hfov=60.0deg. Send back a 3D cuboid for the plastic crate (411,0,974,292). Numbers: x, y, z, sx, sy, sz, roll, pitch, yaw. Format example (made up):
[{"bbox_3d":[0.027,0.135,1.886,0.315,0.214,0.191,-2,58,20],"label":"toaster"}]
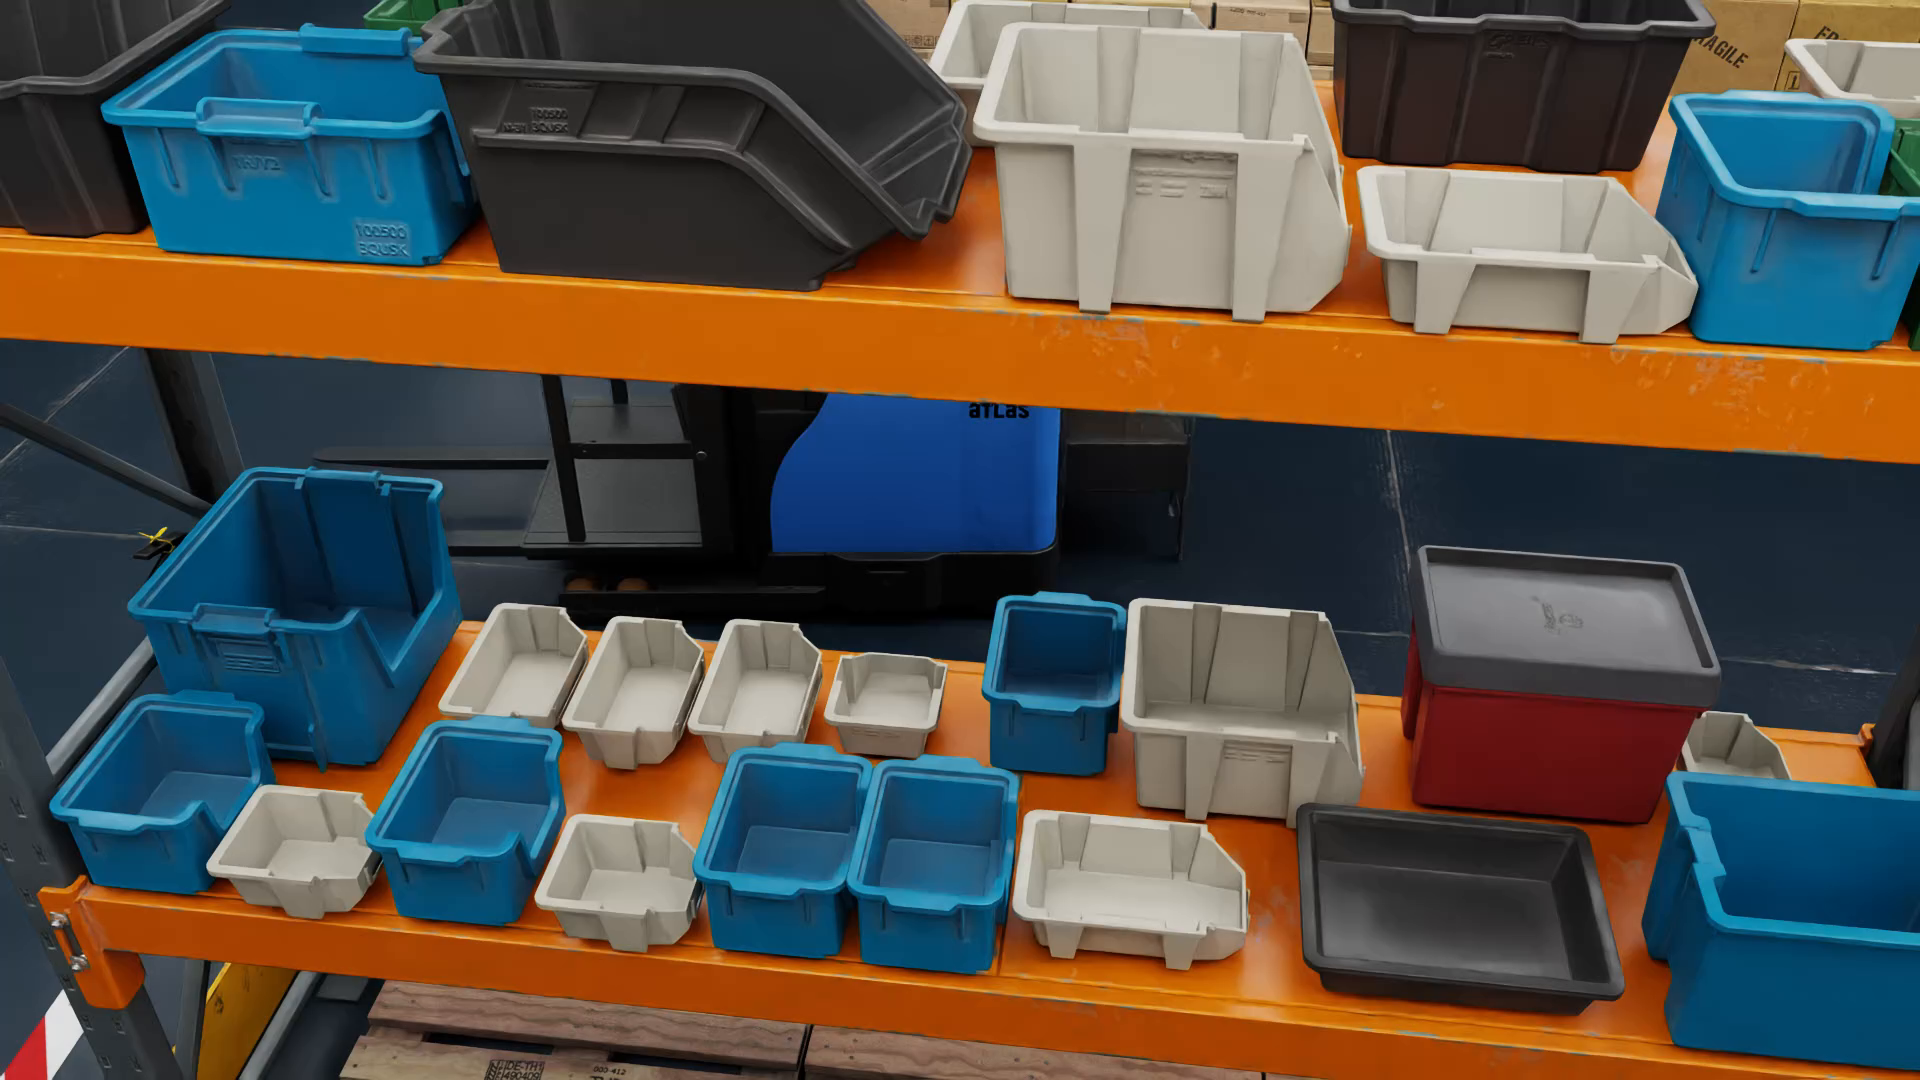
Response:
[{"bbox_3d":[-0.374,-0.635,2.529,0.767,0.338,0.504,4,36,6],"label":"plastic crate"}]

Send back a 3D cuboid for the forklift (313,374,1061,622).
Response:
[{"bbox_3d":[-1.147,-1.191,5.895,3.031,2.935,1.130,0,36,0],"label":"forklift"}]

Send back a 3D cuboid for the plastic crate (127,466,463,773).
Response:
[{"bbox_3d":[-1.499,0.168,3.851,0.499,0.435,0.616,4,36,6],"label":"plastic crate"}]

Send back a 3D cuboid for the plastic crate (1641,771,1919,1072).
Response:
[{"bbox_3d":[1.606,0.730,3.108,0.575,0.384,0.392,4,36,6],"label":"plastic crate"}]

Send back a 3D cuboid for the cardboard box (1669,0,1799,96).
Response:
[{"bbox_3d":[3.168,-2.131,7.068,0.500,0.500,0.500,4,36,6],"label":"cardboard box"}]

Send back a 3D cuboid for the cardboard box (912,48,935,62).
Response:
[{"bbox_3d":[-0.146,-2.190,7.453,0.250,0.149,0.380,4,36,5],"label":"cardboard box"}]

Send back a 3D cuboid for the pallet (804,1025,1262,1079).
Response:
[{"bbox_3d":[0.165,1.600,4.327,1.213,0.211,1.003,4,36,6],"label":"pallet"}]

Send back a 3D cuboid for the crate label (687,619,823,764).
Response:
[{"bbox_3d":[-0.458,0.365,3.832,0.243,0.136,0.396,4,36,6],"label":"crate label"}]

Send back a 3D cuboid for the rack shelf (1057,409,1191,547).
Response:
[{"bbox_3d":[0.633,-0.302,6.595,0.480,0.518,0.431,0,36,0],"label":"rack shelf"}]

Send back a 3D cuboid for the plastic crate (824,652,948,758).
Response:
[{"bbox_3d":[-0.162,0.376,3.816,0.250,0.136,0.298,4,36,6],"label":"plastic crate"}]

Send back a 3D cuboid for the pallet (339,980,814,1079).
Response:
[{"bbox_3d":[-1.041,1.508,4.455,1.213,0.211,1.003,4,36,6],"label":"pallet"}]

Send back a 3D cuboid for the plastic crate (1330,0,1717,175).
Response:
[{"bbox_3d":[0.916,-0.832,2.864,0.590,0.269,0.497,4,36,6],"label":"plastic crate"}]

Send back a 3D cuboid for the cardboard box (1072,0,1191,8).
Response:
[{"bbox_3d":[0.751,-2.324,7.297,0.500,0.250,0.500,4,36,5],"label":"cardboard box"}]

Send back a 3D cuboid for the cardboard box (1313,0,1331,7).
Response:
[{"bbox_3d":[1.757,-2.553,6.973,0.500,0.500,0.500,5,36,6],"label":"cardboard box"}]

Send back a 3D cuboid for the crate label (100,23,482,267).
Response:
[{"bbox_3d":[-0.980,-0.616,2.577,0.502,0.251,0.408,4,36,6],"label":"crate label"}]

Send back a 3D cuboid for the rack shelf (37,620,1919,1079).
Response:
[{"bbox_3d":[0.129,0.730,3.764,4.000,0.370,1.077,4,36,6],"label":"rack shelf"}]

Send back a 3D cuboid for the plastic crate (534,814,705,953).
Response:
[{"bbox_3d":[-0.671,0.702,3.360,0.298,0.136,0.250,4,36,6],"label":"plastic crate"}]

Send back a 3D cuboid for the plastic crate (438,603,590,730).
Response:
[{"bbox_3d":[-1.023,0.328,3.883,0.243,0.136,0.396,4,36,6],"label":"plastic crate"}]

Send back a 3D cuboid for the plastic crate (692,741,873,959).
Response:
[{"bbox_3d":[-0.346,0.639,3.365,0.300,0.233,0.416,4,36,6],"label":"plastic crate"}]

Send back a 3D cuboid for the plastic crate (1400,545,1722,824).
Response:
[{"bbox_3d":[1.259,0.324,3.607,0.583,0.464,0.402,4,36,6],"label":"plastic crate"}]

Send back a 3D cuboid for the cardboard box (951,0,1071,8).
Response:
[{"bbox_3d":[0.232,-2.359,7.347,0.500,0.250,0.500,3,36,4],"label":"cardboard box"}]

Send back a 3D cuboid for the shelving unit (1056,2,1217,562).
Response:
[{"bbox_3d":[0.633,-0.883,6.180,0.503,2.100,0.431,0,36,0],"label":"shelving unit"}]

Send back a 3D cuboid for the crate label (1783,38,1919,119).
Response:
[{"bbox_3d":[1.664,-0.731,2.837,0.466,0.136,0.293,4,36,6],"label":"crate label"}]

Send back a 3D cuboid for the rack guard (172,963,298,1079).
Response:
[{"bbox_3d":[-1.880,1.313,4.480,0.348,0.500,1.175,4,36,6],"label":"rack guard"}]

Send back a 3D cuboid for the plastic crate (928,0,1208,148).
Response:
[{"bbox_3d":[0.227,-0.814,2.954,0.530,0.136,0.437,4,36,6],"label":"plastic crate"}]

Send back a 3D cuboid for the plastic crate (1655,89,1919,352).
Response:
[{"bbox_3d":[1.169,-0.451,2.361,0.300,0.233,0.416,4,36,6],"label":"plastic crate"}]

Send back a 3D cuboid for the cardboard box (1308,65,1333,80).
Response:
[{"bbox_3d":[1.635,-2.057,7.266,0.250,0.149,0.380,5,36,7],"label":"cardboard box"}]

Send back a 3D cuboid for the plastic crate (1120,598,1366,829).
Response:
[{"bbox_3d":[0.622,0.390,3.672,0.530,0.282,0.437,4,36,6],"label":"plastic crate"}]

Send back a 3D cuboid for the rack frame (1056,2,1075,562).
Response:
[{"bbox_3d":[0.389,-0.883,6.179,0.015,2.100,0.400,0,36,0],"label":"rack frame"}]

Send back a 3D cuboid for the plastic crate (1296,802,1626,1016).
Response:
[{"bbox_3d":[0.969,0.745,3.309,0.590,0.125,0.437,4,36,6],"label":"plastic crate"}]

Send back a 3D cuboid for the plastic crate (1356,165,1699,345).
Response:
[{"bbox_3d":[0.803,-0.403,2.377,0.466,0.136,0.293,4,36,6],"label":"plastic crate"}]

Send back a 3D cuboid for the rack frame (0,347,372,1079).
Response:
[{"bbox_3d":[-1.854,0.290,3.762,0.127,3.000,1.000,4,36,6],"label":"rack frame"}]

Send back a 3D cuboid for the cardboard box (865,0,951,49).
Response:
[{"bbox_3d":[-0.265,-2.399,7.402,0.500,0.250,0.500,4,36,5],"label":"cardboard box"}]

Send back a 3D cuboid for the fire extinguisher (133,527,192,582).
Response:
[{"bbox_3d":[-1.946,0.200,4.276,0.183,0.674,0.296,4,36,6],"label":"fire extinguisher"}]

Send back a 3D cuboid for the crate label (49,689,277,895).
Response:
[{"bbox_3d":[-1.651,0.541,3.502,0.303,0.233,0.416,4,36,6],"label":"crate label"}]

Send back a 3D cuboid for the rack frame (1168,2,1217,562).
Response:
[{"bbox_3d":[0.877,-0.884,6.181,0.015,2.100,0.400,0,36,0],"label":"rack frame"}]

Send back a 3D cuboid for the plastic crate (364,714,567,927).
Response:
[{"bbox_3d":[-0.999,0.590,3.434,0.300,0.233,0.416,4,36,6],"label":"plastic crate"}]

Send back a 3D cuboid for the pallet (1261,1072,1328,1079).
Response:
[{"bbox_3d":[1.379,1.688,4.202,1.213,0.211,1.003,4,36,6],"label":"pallet"}]

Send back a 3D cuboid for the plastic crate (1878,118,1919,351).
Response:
[{"bbox_3d":[1.654,-0.406,2.338,0.662,0.188,0.450,4,36,6],"label":"plastic crate"}]

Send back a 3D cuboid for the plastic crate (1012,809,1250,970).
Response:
[{"bbox_3d":[0.348,0.713,3.345,0.466,0.136,0.293,4,36,6],"label":"plastic crate"}]

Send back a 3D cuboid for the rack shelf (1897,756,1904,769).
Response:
[{"bbox_3d":[4.097,1.026,3.349,4.000,0.370,1.077,4,36,6],"label":"rack shelf"}]

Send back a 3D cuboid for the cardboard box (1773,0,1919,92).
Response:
[{"bbox_3d":[3.667,-2.094,7.016,0.500,0.500,0.500,4,36,6],"label":"cardboard box"}]

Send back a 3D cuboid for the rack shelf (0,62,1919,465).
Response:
[{"bbox_3d":[0.129,-0.491,2.892,4.000,0.370,1.077,4,36,6],"label":"rack shelf"}]

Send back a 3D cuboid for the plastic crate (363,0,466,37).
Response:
[{"bbox_3d":[-0.840,-0.937,3.081,0.336,0.188,0.450,4,36,6],"label":"plastic crate"}]

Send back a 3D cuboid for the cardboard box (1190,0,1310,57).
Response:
[{"bbox_3d":[1.253,-2.284,7.242,0.500,0.250,0.500,5,36,7],"label":"cardboard box"}]

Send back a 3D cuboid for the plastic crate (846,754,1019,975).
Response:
[{"bbox_3d":[-0.048,0.661,3.334,0.300,0.233,0.416,4,36,6],"label":"plastic crate"}]

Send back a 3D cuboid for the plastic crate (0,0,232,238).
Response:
[{"bbox_3d":[-1.508,-0.689,2.664,0.590,0.269,0.497,4,36,6],"label":"plastic crate"}]

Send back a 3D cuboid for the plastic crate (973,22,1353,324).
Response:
[{"bbox_3d":[0.305,-0.541,2.446,0.530,0.282,0.437,4,36,6],"label":"plastic crate"}]

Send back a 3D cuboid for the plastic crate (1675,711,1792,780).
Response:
[{"bbox_3d":[1.670,0.552,3.570,0.243,0.136,0.396,4,36,6],"label":"plastic crate"}]

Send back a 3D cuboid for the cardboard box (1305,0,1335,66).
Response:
[{"bbox_3d":[1.759,-2.247,7.189,0.500,0.250,0.500,5,36,7],"label":"cardboard box"}]

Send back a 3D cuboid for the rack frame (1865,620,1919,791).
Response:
[{"bbox_3d":[2.113,0.584,3.350,0.053,2.616,0.949,4,36,6],"label":"rack frame"}]

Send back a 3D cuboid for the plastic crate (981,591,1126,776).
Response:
[{"bbox_3d":[0.215,0.337,3.787,0.300,0.233,0.416,4,36,6],"label":"plastic crate"}]

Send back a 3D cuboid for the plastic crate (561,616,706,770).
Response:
[{"bbox_3d":[-0.737,0.358,3.841,0.243,0.136,0.396,4,36,6],"label":"plastic crate"}]

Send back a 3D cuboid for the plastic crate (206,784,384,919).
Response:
[{"bbox_3d":[-1.344,0.652,3.430,0.298,0.136,0.250,4,36,6],"label":"plastic crate"}]
